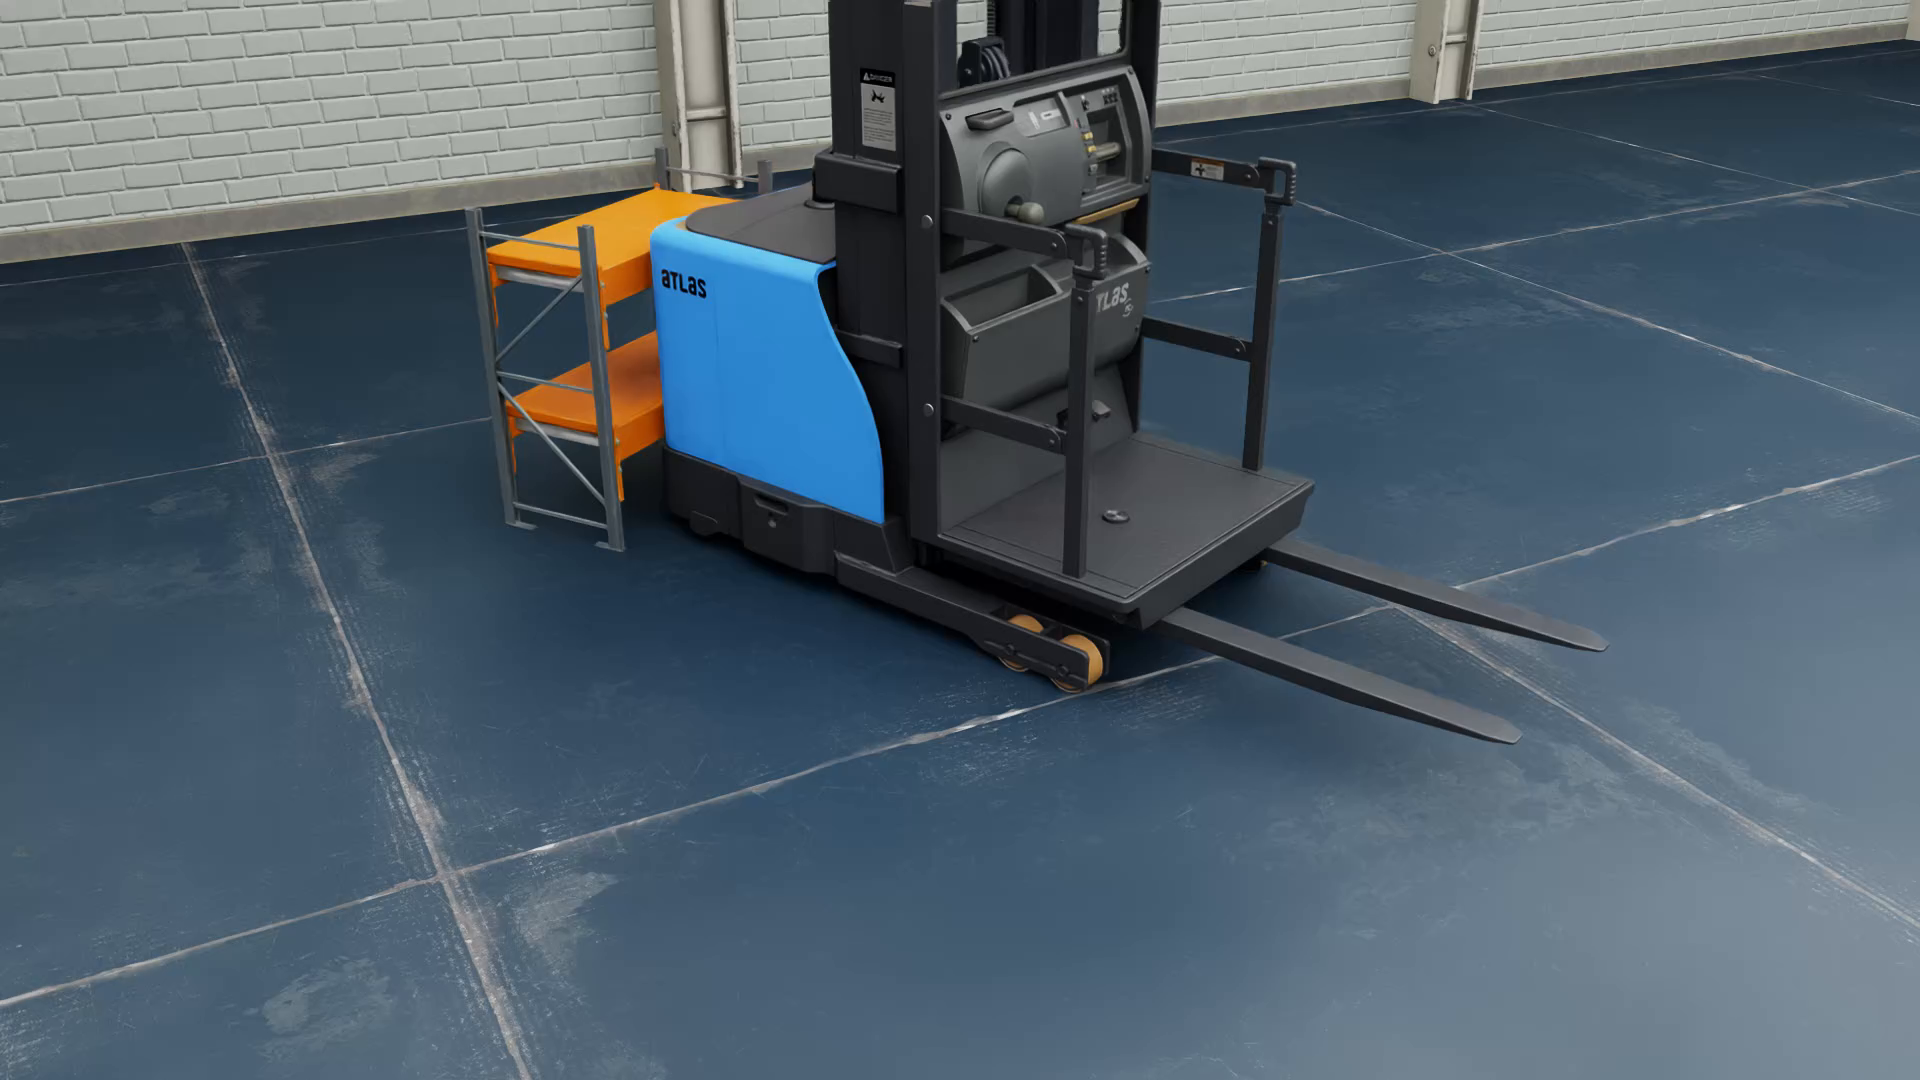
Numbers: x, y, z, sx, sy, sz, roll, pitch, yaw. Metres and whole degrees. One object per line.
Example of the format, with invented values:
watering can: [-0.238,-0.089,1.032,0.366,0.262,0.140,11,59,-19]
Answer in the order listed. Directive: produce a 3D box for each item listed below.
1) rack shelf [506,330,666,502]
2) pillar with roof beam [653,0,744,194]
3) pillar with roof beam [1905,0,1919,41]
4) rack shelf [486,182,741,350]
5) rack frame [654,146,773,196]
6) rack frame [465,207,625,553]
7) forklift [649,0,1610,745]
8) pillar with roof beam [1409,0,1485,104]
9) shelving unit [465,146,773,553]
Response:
rack shelf: [-1.142,-0.495,6.046,0.538,0.278,1.000,13,28,24]
pillar with roof beam: [0.442,-4.616,4.967,0.400,9.000,9.100,-13,29,-25]
pillar with roof beam: [11.031,-7.060,10.057,0.400,9.000,9.100,-13,29,-25]
rack shelf: [-1.142,-0.979,5.814,0.538,0.278,1.000,13,28,24]
rack frame: [-0.910,-0.911,6.348,0.500,1.125,0.032,13,28,24]
rack frame: [-1.374,-0.520,5.533,0.500,1.125,0.032,13,28,24]
forklift: [0.431,-1.136,4.730,3.031,2.935,1.130,19,32,35]
pillar with roof beam: [5.736,-5.838,7.512,0.400,9.000,9.100,-13,29,-25]
shelving unit: [-1.142,-0.715,5.941,0.538,1.125,1.048,13,28,24]
